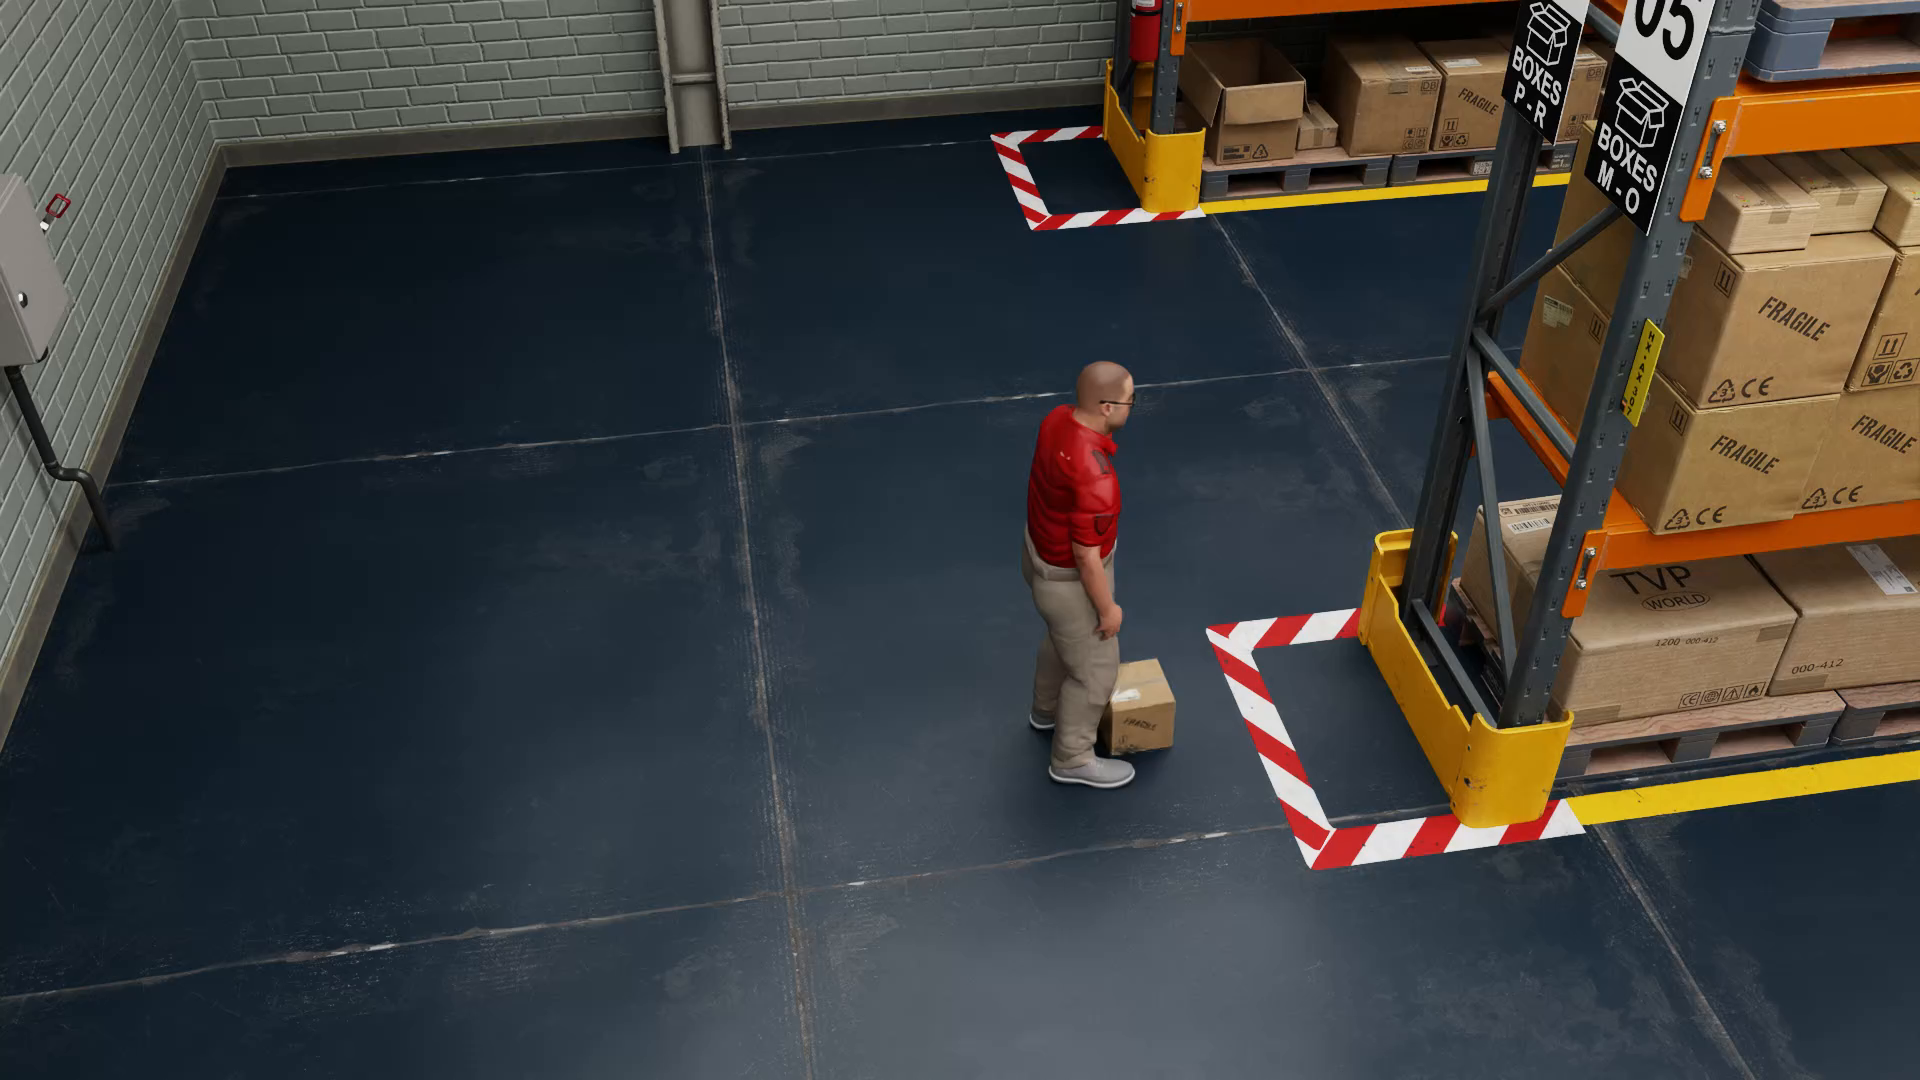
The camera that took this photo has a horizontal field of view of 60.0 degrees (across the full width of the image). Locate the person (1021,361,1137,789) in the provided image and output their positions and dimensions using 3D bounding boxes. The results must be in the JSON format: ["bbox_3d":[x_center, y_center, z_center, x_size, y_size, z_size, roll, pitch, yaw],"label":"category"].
[{"bbox_3d":[0.432,0.115,6.018,0.390,1.726,0.578,-8,39,-9],"label":"person"}]
